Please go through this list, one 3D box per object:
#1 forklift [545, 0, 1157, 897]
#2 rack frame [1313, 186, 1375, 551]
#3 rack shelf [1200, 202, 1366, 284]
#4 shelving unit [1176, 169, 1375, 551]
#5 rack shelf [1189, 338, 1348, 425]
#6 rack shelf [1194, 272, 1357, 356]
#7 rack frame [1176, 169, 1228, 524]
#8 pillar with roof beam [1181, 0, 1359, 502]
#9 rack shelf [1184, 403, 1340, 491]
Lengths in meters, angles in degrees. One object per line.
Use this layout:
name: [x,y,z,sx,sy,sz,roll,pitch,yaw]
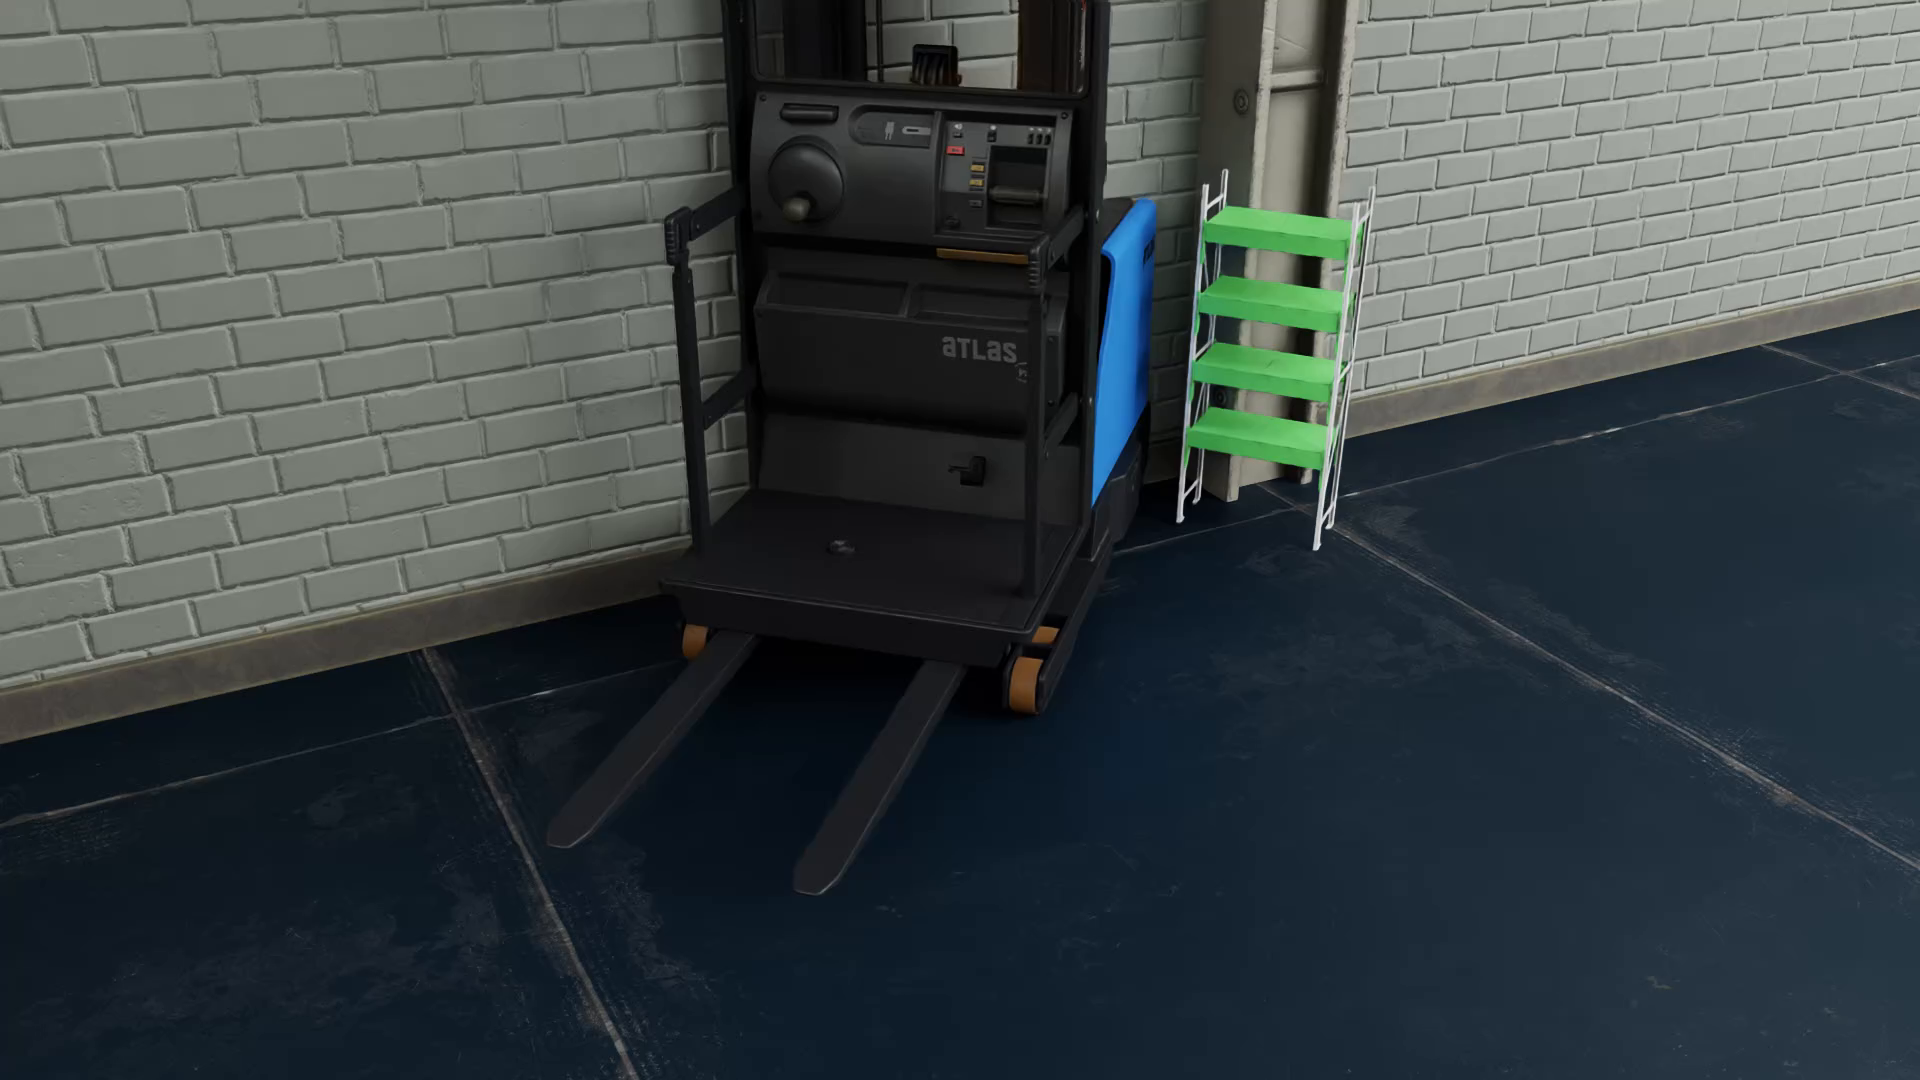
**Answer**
forklift: [-0.203,-1.015,4.478,1.130,2.935,3.031,7,27,15]
rack frame: [1.269,-0.550,5.509,0.015,1.200,0.240,12,28,22]
rack shelf: [1.054,-0.972,5.417,0.480,0.148,0.258,12,28,22]
shelving unit: [1.048,-0.598,5.599,0.503,1.200,0.258,12,28,22]
rack shelf: [1.047,-0.540,5.628,0.480,0.148,0.258,12,28,22]
rack shelf: [1.050,-0.756,5.522,0.480,0.148,0.258,12,28,22]
rack frame: [0.826,-0.645,5.690,0.015,1.200,0.240,12,28,22]
pillar with roof beam: [3.094,-2.649,0.870,0.400,9.000,9.100,-13,29,-25]
rack shelf: [1.044,-0.324,5.733,0.480,0.148,0.258,12,28,22]
